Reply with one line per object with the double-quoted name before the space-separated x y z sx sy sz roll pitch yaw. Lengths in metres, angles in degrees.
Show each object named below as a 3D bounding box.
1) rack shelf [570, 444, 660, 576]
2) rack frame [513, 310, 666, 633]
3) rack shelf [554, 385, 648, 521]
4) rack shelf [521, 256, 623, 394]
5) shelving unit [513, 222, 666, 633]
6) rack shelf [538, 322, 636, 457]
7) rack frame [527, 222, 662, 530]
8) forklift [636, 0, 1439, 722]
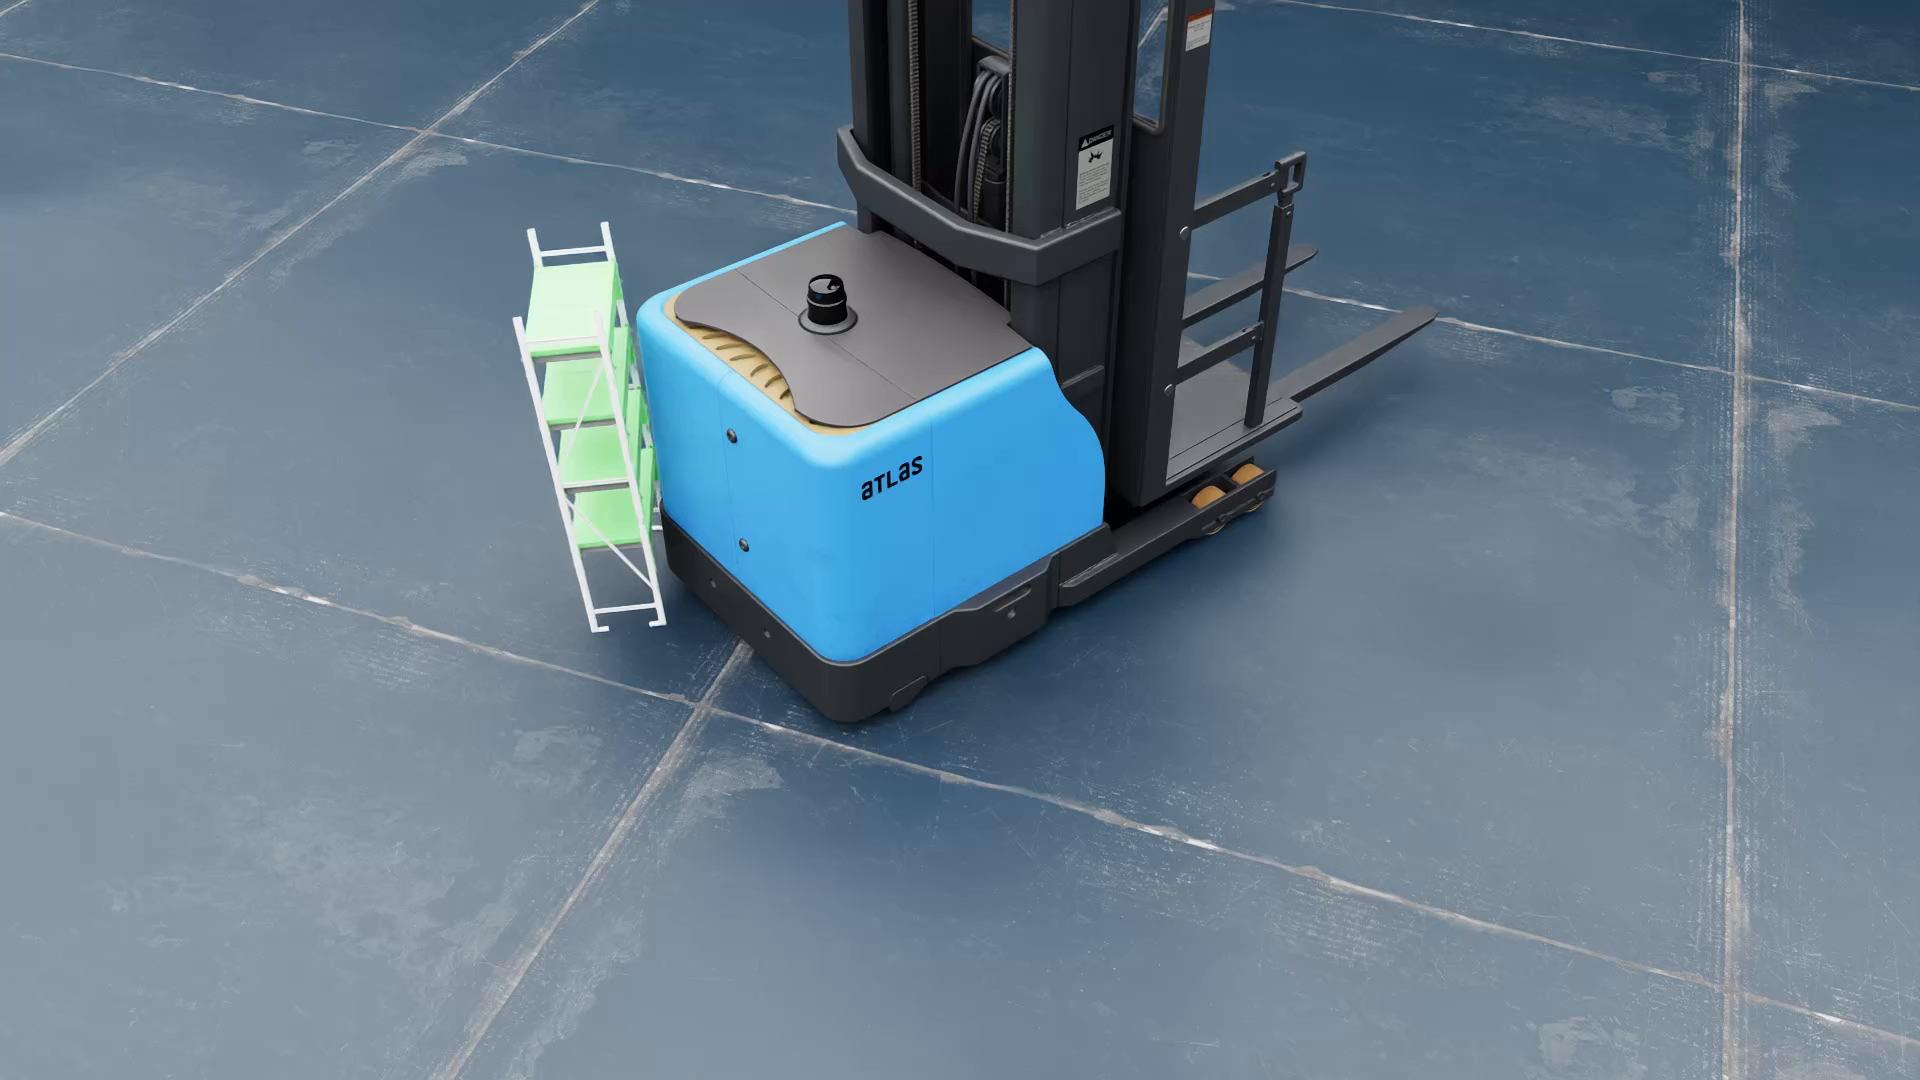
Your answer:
"rack shelf" -1.116 -0.098 5.401 0.258 0.148 0.480 -6 41 -4
"rack frame" -1.099 -0.171 5.019 0.240 1.200 0.015 -6 41 -4
"rack shelf" -1.125 -0.280 5.245 0.258 0.148 0.480 -6 41 -4
"rack shelf" -1.143 -0.644 4.932 0.258 0.148 0.480 -6 41 -4
"shelving unit" -1.127 -0.329 5.203 0.258 1.200 0.503 -6 41 -4
"rack shelf" -1.134 -0.462 5.088 0.258 0.148 0.480 -6 41 -4
"rack frame" -1.156 -0.486 5.387 0.240 1.200 0.015 -6 41 -4
"forklift" 0.479 -1.373 5.101 3.031 2.935 1.130 -28 48 -29
